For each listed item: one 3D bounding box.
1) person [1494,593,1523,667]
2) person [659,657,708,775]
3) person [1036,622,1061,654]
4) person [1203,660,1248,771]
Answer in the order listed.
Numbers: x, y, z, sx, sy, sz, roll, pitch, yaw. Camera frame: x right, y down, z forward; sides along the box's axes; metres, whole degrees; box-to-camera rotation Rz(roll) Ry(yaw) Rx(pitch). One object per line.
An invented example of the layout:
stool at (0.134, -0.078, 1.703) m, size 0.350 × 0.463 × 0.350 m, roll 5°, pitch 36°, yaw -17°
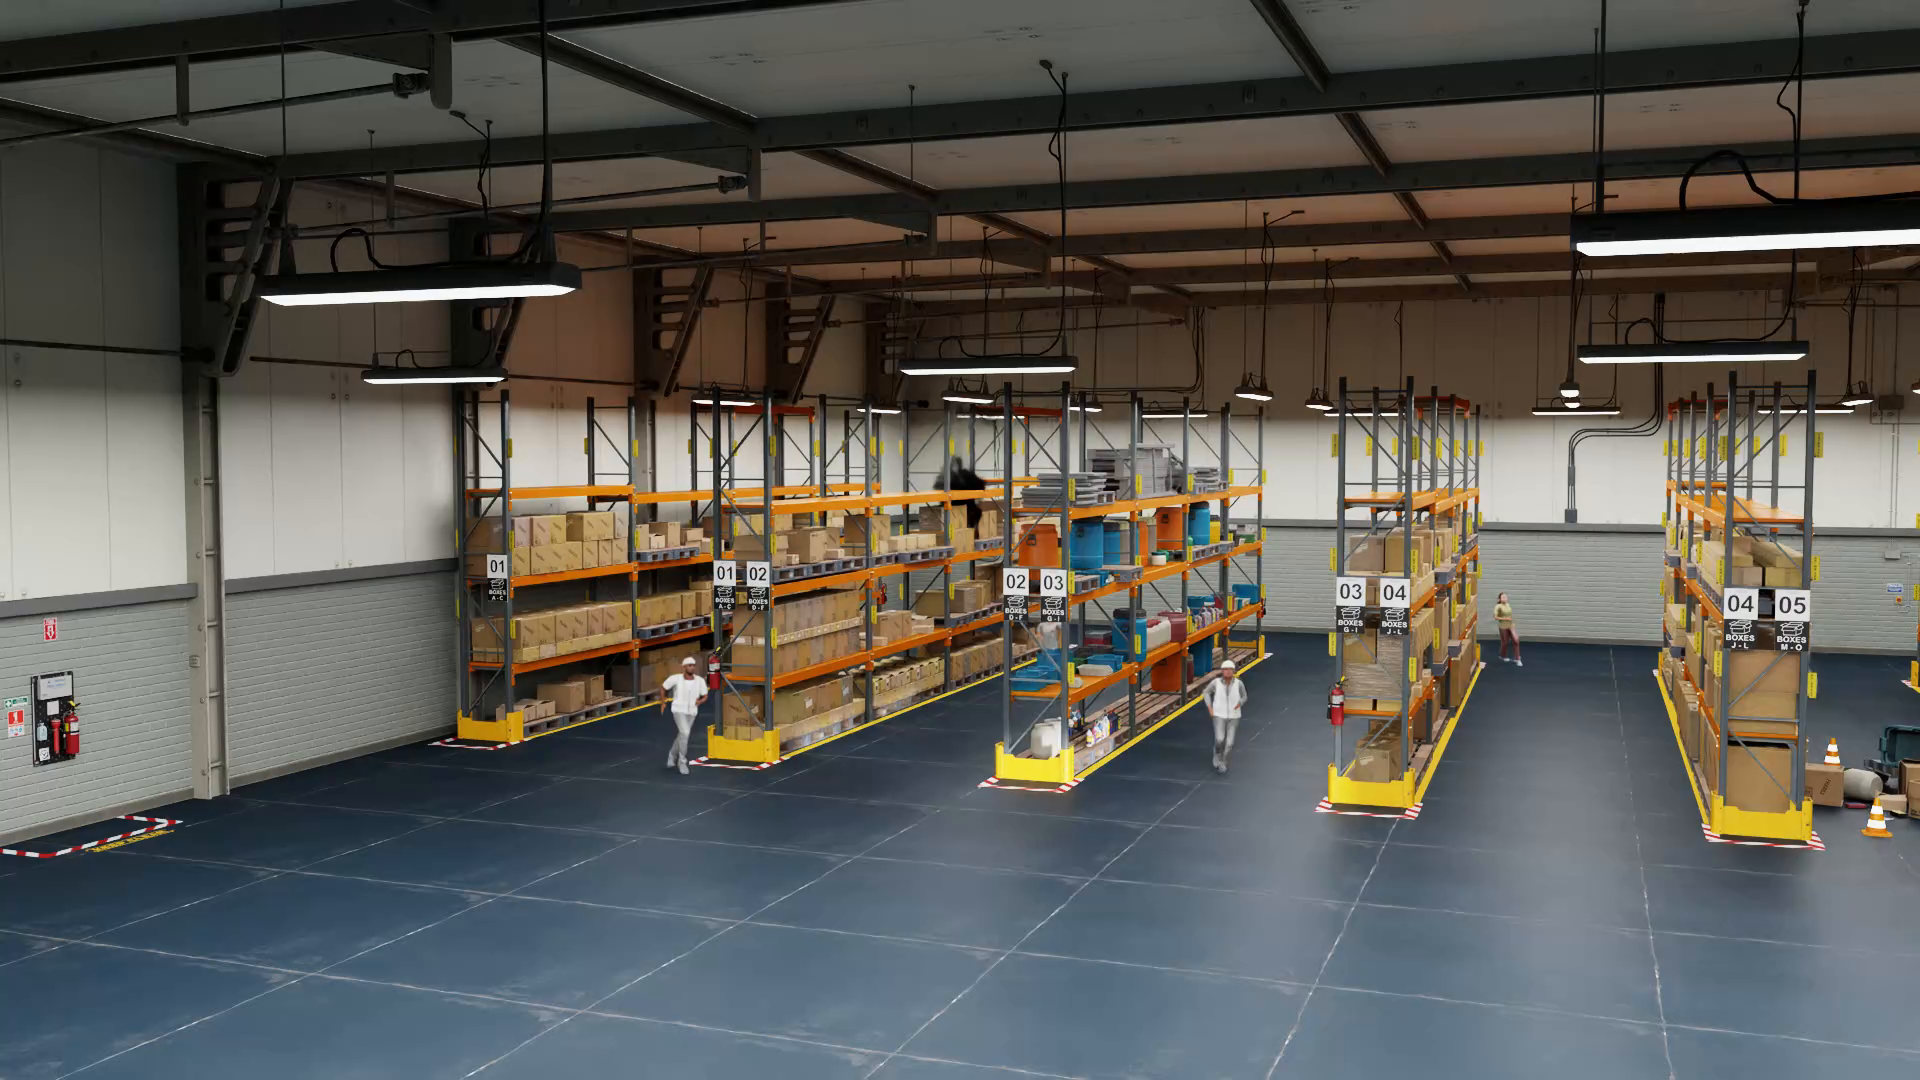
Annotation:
person at (12.605, 2.054, 38.405) m, size 0.582 × 1.655 × 0.872 m, roll -1°, pitch 3°, yaw -13°
person at (-4.236, 2.695, 25.788) m, size 0.713 × 1.749 × 0.805 m, roll -2°, pitch 4°, yaw -34°
person at (1.852, 2.261, 34.472) m, size 0.518 × 1.695 × 0.887 m, roll 1°, pitch 3°, yaw 17°
person at (4.111, 2.718, 25.650) m, size 0.661 × 1.731 × 0.622 m, roll 0°, pitch 3°, yaw 1°
